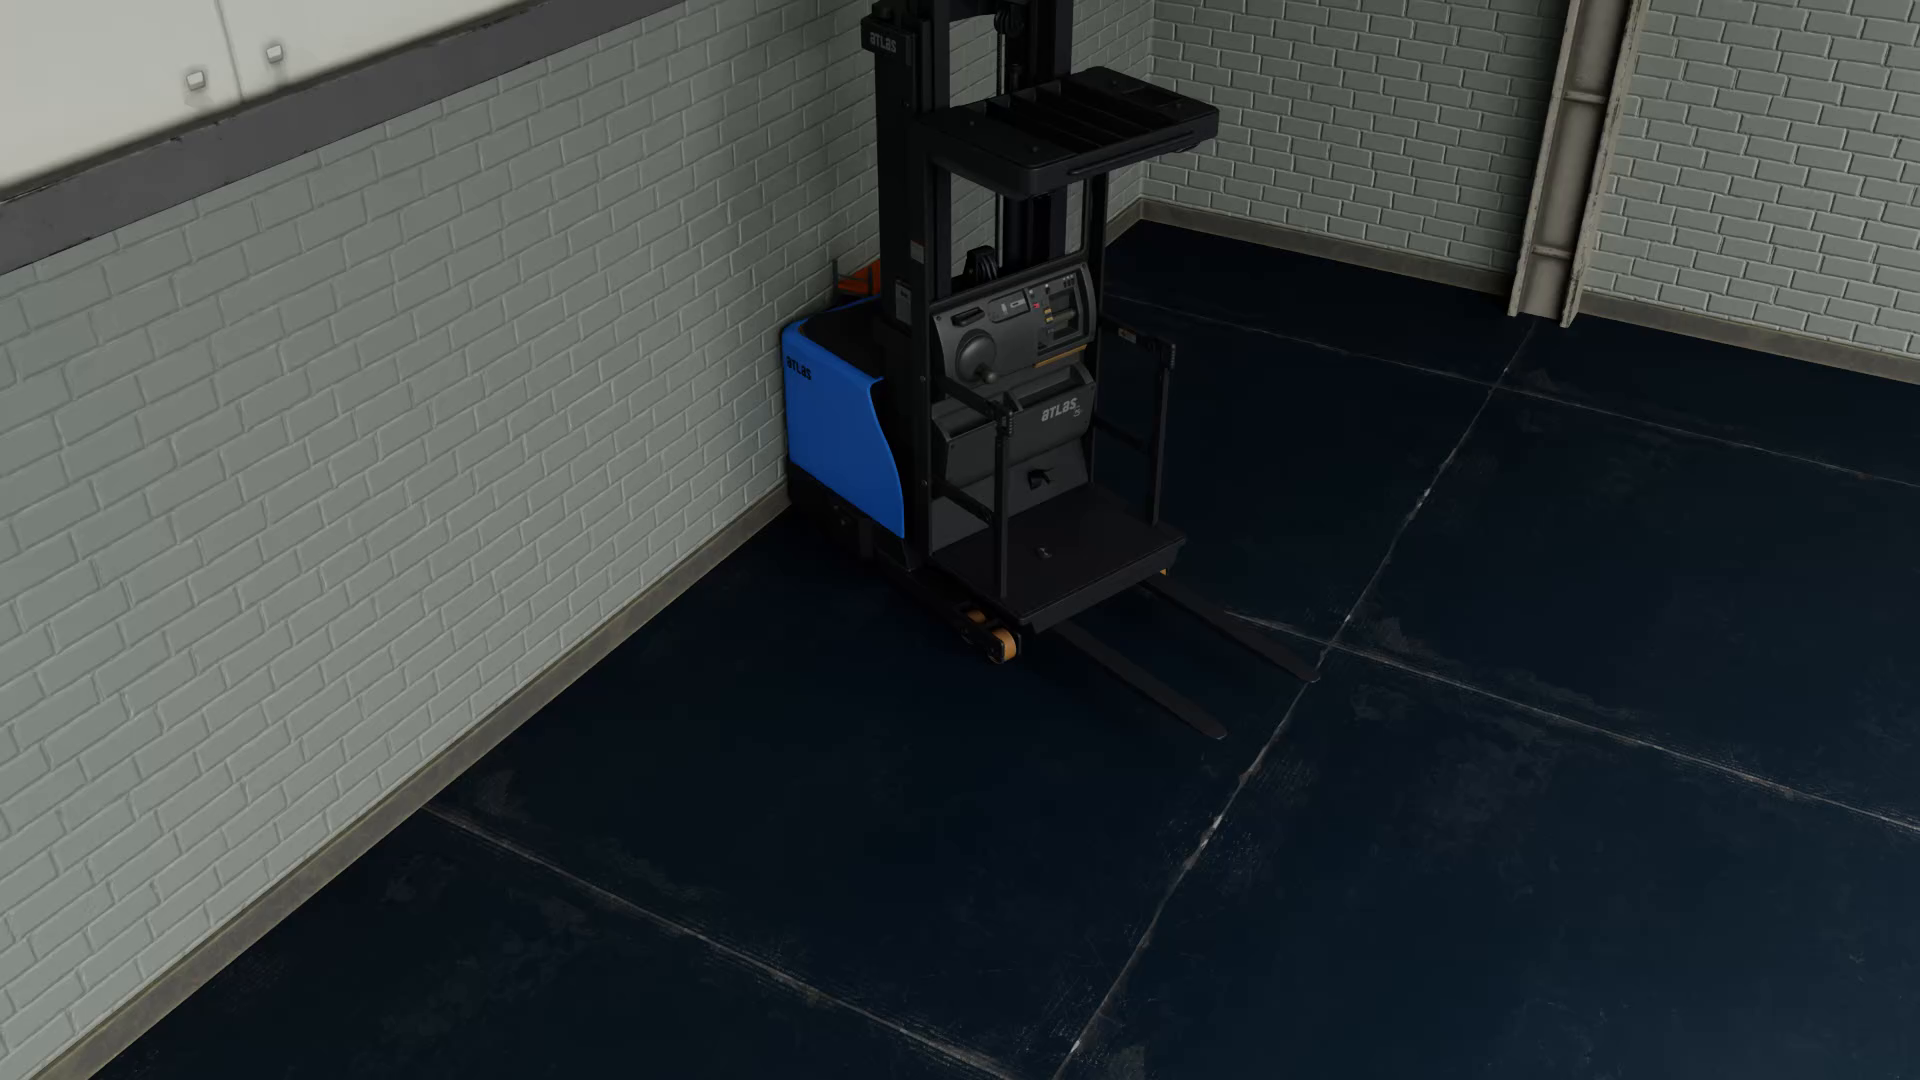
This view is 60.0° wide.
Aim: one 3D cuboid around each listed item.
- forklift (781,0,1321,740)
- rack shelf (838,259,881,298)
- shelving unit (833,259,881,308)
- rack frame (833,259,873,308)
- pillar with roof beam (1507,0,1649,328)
[{"bbox_3d":[0.397,-0.952,7.535,1.130,2.935,3.031,-24,41,-32],"label":"forklift"},{"bbox_3d":[-0.446,-1.376,9.004,0.258,0.148,0.480,16,33,25],"label":"rack shelf"},{"bbox_3d":[-0.449,-1.035,9.200,0.258,1.200,0.503,16,33,25],"label":"shelving unit"},{"bbox_3d":[-0.568,-0.930,9.014,0.240,1.200,0.015,16,33,25],"label":"rack frame"},{"bbox_3d":[1.723,-3.183,5.410,0.400,9.000,9.100,18,37,24],"label":"pillar with roof beam"}]
